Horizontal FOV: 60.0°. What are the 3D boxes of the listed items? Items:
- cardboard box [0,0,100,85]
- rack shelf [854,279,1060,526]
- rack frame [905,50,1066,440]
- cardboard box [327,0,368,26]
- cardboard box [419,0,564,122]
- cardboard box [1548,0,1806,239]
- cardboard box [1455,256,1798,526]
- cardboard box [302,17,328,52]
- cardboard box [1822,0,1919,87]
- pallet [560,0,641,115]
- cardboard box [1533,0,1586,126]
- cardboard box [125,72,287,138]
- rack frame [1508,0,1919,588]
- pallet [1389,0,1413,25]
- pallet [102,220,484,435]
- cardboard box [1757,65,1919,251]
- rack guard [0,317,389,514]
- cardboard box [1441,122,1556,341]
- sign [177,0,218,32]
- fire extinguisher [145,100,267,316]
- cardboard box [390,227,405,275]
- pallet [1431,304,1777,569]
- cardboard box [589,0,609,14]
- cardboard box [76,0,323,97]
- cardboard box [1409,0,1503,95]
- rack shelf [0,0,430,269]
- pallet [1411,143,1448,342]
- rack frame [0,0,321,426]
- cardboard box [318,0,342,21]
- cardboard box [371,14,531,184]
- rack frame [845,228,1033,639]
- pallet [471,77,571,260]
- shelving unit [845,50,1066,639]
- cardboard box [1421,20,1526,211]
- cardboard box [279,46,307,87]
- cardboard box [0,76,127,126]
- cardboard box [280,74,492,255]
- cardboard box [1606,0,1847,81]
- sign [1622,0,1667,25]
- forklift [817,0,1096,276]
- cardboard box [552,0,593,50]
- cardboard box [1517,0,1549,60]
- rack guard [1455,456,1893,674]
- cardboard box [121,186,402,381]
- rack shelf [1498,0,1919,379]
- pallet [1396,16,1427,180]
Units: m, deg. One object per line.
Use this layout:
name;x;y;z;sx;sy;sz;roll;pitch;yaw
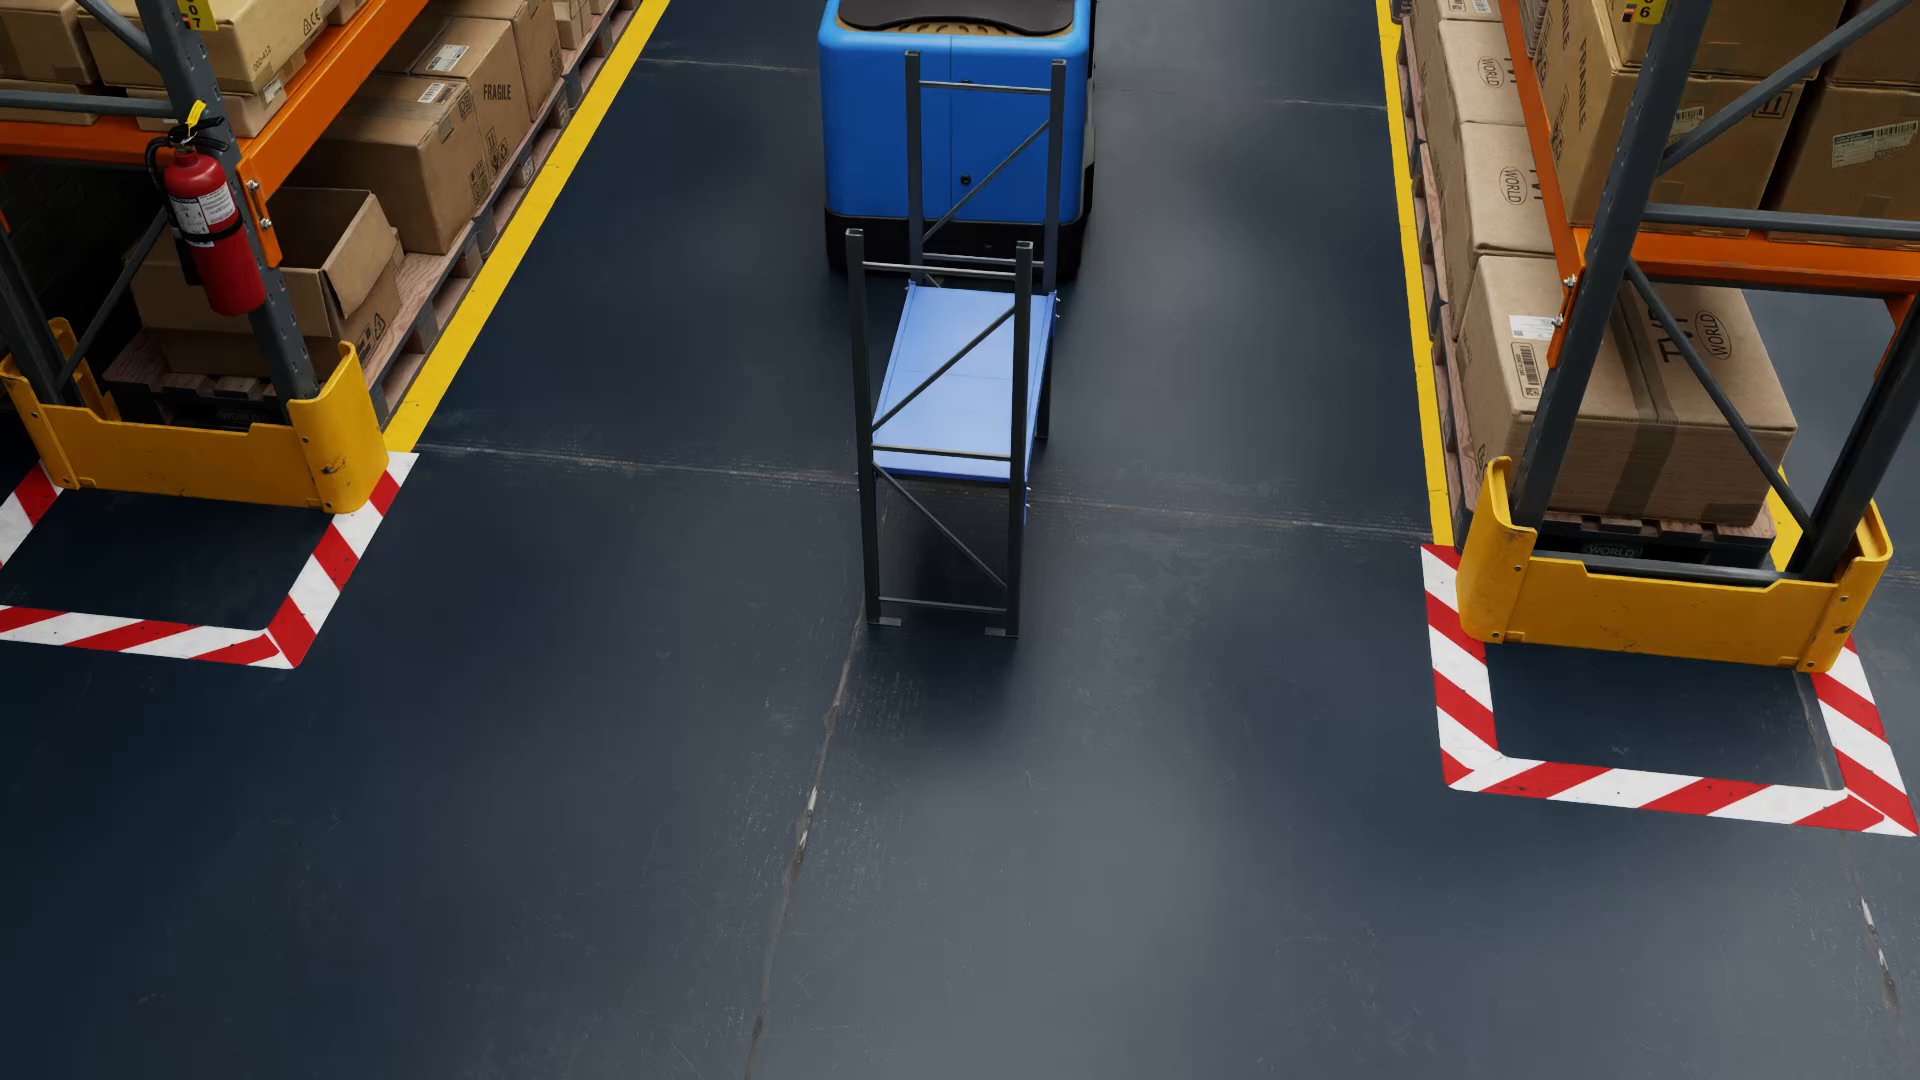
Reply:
cardboard box;-2.883;-1.684;5.240;0.500;0.250;0.500;6;44;7
rack shelf;0.011;-0.472;5.419;0.538;0.185;1.000;5;44;6
rack frame;0.078;-0.949;5.662;0.500;1.500;0.032;5;44;6
cardboard box;-2.283;-1.928;5.787;0.380;0.149;0.250;7;44;7
cardboard box;-2.217;-2.233;7.439;0.700;0.500;0.500;4;44;4
cardboard box;2.041;-1.234;4.799;0.500;0.500;0.500;5;44;6
cardboard box;2.228;-0.526;5.681;0.875;0.438;0.875;4;44;4
cardboard box;-2.377;-1.761;5.611;0.380;0.149;0.250;5;44;5
cardboard box;2.585;-1.545;4.400;0.500;0.500;0.500;4;44;5
pallet;-2.244;-2.539;8.278;1.003;0.211;1.213;5;44;6
cardboard box;2.122;-1.574;5.158;0.500;0.500;0.500;4;44;5
cardboard box;-2.366;-1.401;5.231;0.380;0.149;0.250;5;44;5
rack frame;2.240;-0.845;4.460;1.000;3.000;0.127;5;44;6
pallet;2.796;-3.091;8.861;1.003;0.211;1.213;5;44;6
pallet;-2.566;-0.876;6.522;1.003;0.211;1.213;5;44;6
cardboard box;2.588;-1.182;4.744;0.500;0.500;0.500;5;44;5
rack guard;-2.671;-0.437;5.848;1.175;0.500;0.348;5;44;6
cardboard box;2.340;-1.150;6.341;0.875;0.438;0.875;6;44;7
sign;-2.143;-1.558;4.584;0.100;0.325;0.005;5;44;6
fire extinguisher;-2.242;-0.987;4.939;0.296;0.674;0.183;5;44;6
cardboard box;-2.411;-1.105;6.503;0.380;0.149;0.250;4;44;4
pallet;2.268;-0.384;6.002;1.003;0.211;1.213;5;44;6
cardboard box;-1.935;-2.730;8.220;0.380;0.149;0.250;4;44;4
cardboard box;-2.354;-1.631;5.184;0.500;0.250;0.500;5;44;6
cardboard box;2.579;-2.375;7.634;0.875;0.438;0.875;5;44;5
rack shelf;-2.417;-2.395;6.621;1.077;0.370;4.000;5;44;6
pallet;2.432;-1.213;6.878;1.003;0.211;1.213;5;44;6
rack frame;-2.681;-1.293;4.934;1.000;3.000;0.127;5;44;6
cardboard box;-2.287;-1.975;5.547;0.500;0.250;0.500;6;44;6
cardboard box;-2.186;-1.876;7.063;0.500;0.500;0.500;6;44;6
rack frame;-0.056;-0.256;4.930;0.500;1.500;0.032;5;44;6
pallet;-2.403;-1.705;7.397;1.003;0.211;1.213;5;44;6
shelving unit;0.011;-0.603;5.296;0.538;1.500;1.048;5;44;6
cardboard box;2.461;-1.764;6.990;0.875;0.438;0.875;4;44;4
cardboard box;-2.378;-1.579;5.418;0.380;0.149;0.250;6;44;7
cardboard box;-2.903;-1.452;5.285;0.380;0.149;0.250;5;44;5
cardboard box;-2.355;-1.525;6.692;0.700;0.500;0.500;7;44;7
cardboard box;2.067;-1.594;4.452;0.500;0.500;0.500;7;44;7
sign;1.704;-1.410;4.043;0.100;0.325;0.005;5;44;6
forklift;0.076;-3.149;6.944;1.130;2.935;3.031;3;44;3
cardboard box;-1.982;-2.529;7.923;0.396;0.266;0.258;7;44;7
cardboard box;2.181;-1.926;5.529;0.500;0.500;0.500;6;44;7
rack guard;2.236;0.079;5.302;1.175;0.500;0.348;5;44;6
cardboard box;-2.506;-0.947;6.079;0.797;0.503;0.637;4;44;4
rack shelf;2.504;-1.946;6.147;1.077;0.370;4.000;5;44;6
pallet;2.590;-2.047;7.758;1.003;0.211;1.213;5;44;6
